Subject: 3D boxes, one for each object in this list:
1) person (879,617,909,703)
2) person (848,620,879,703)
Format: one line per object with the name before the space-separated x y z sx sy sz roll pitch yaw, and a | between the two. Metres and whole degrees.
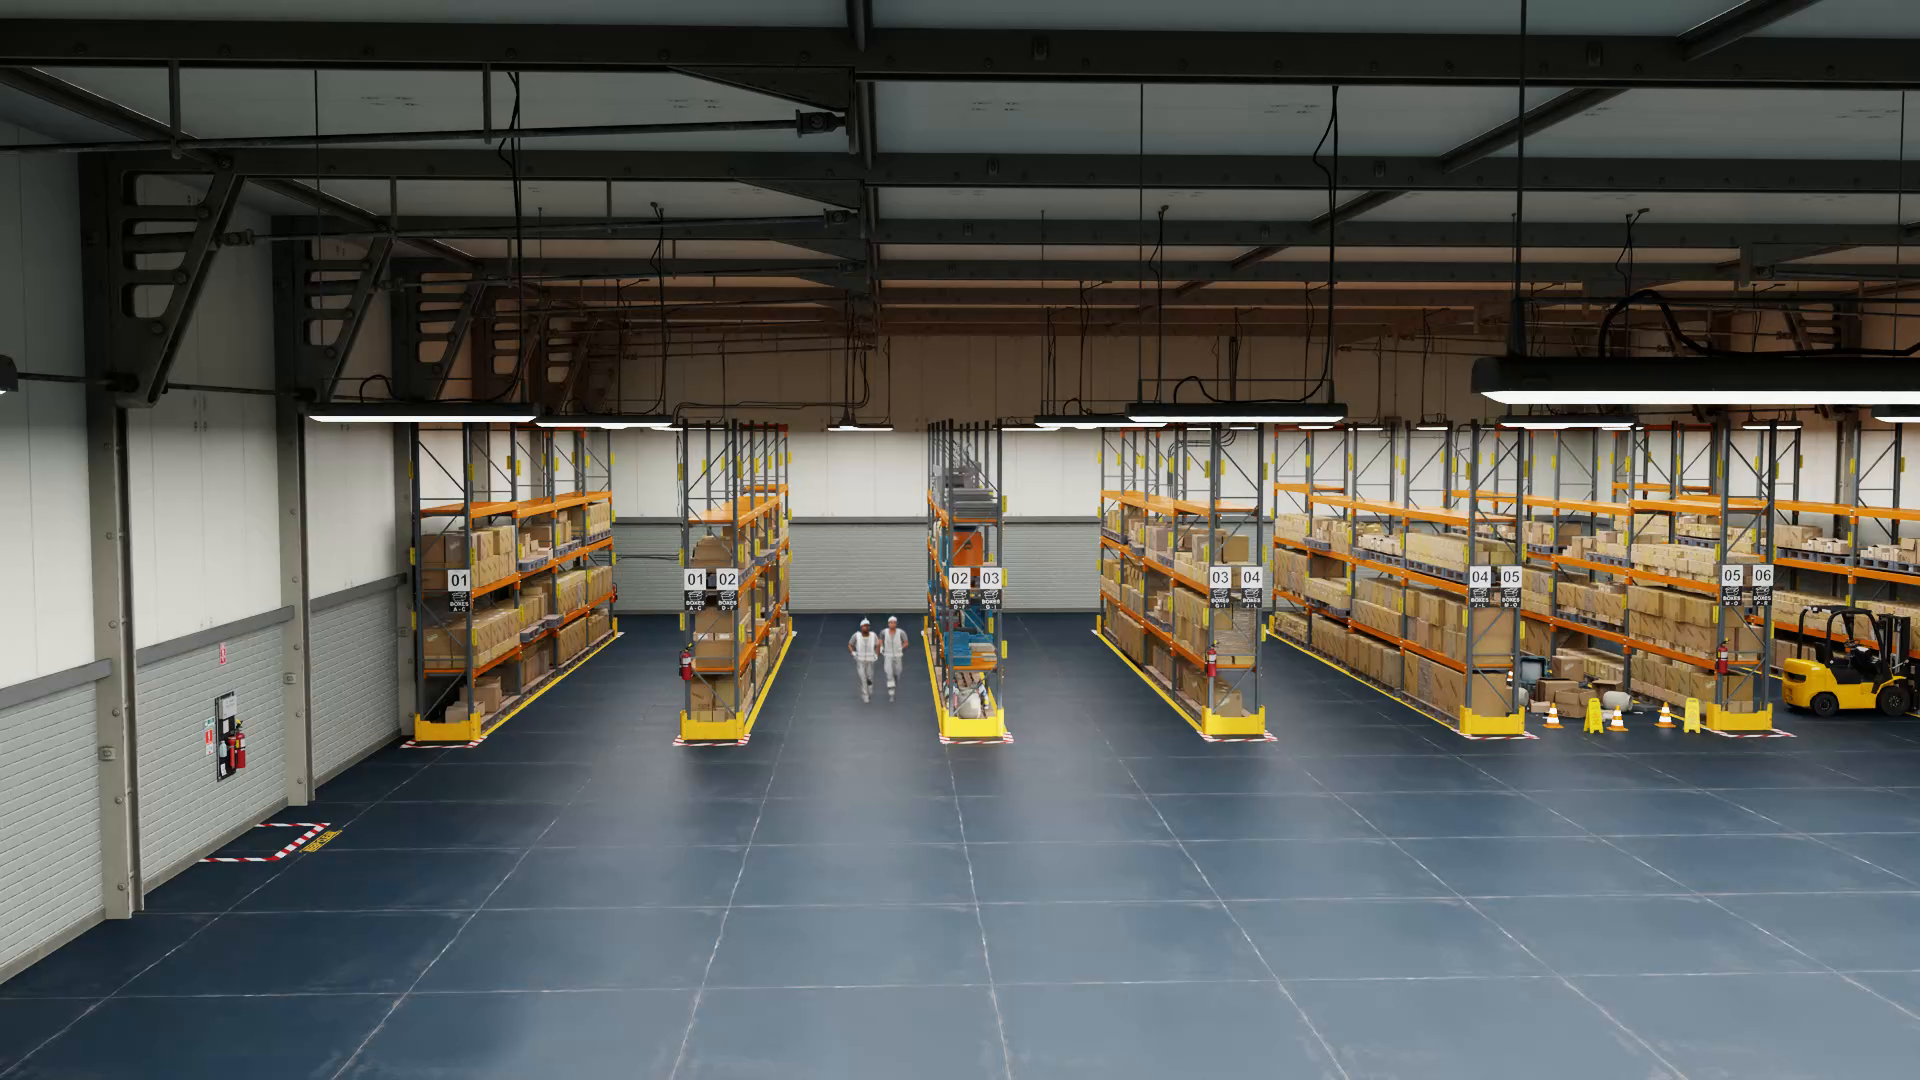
person | -1.422 2.538 35.876 0.623 1.790 1.172 -1 4 -9
person | -2.057 2.576 35.596 0.677 1.756 0.696 -1 4 -11
